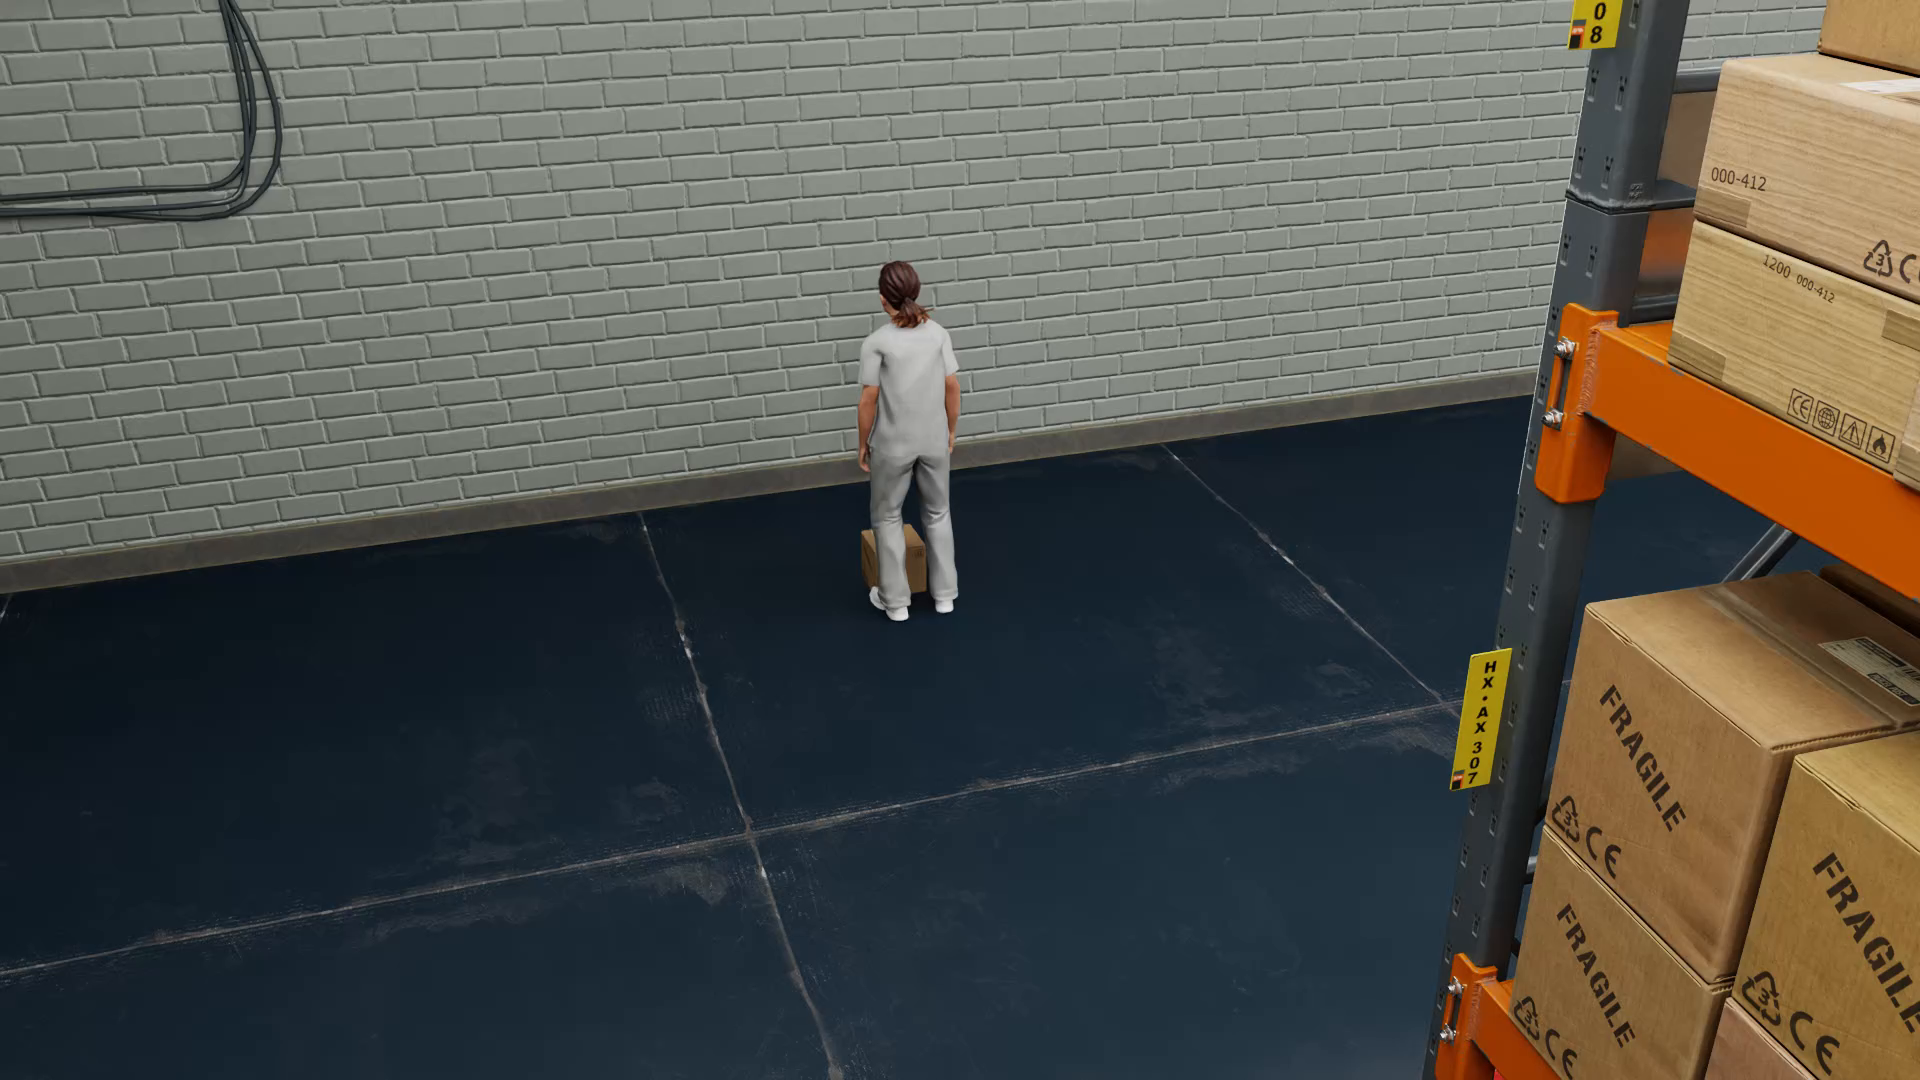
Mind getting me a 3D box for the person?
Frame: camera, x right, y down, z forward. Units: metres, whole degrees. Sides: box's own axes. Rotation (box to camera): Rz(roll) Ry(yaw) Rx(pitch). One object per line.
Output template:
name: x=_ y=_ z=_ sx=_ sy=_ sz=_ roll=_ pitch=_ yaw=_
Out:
person: x=-0.231 y=-0.430 z=7.482 sx=0.491 sy=1.672 sz=0.361 roll=-9 pitch=28 yaw=-18
